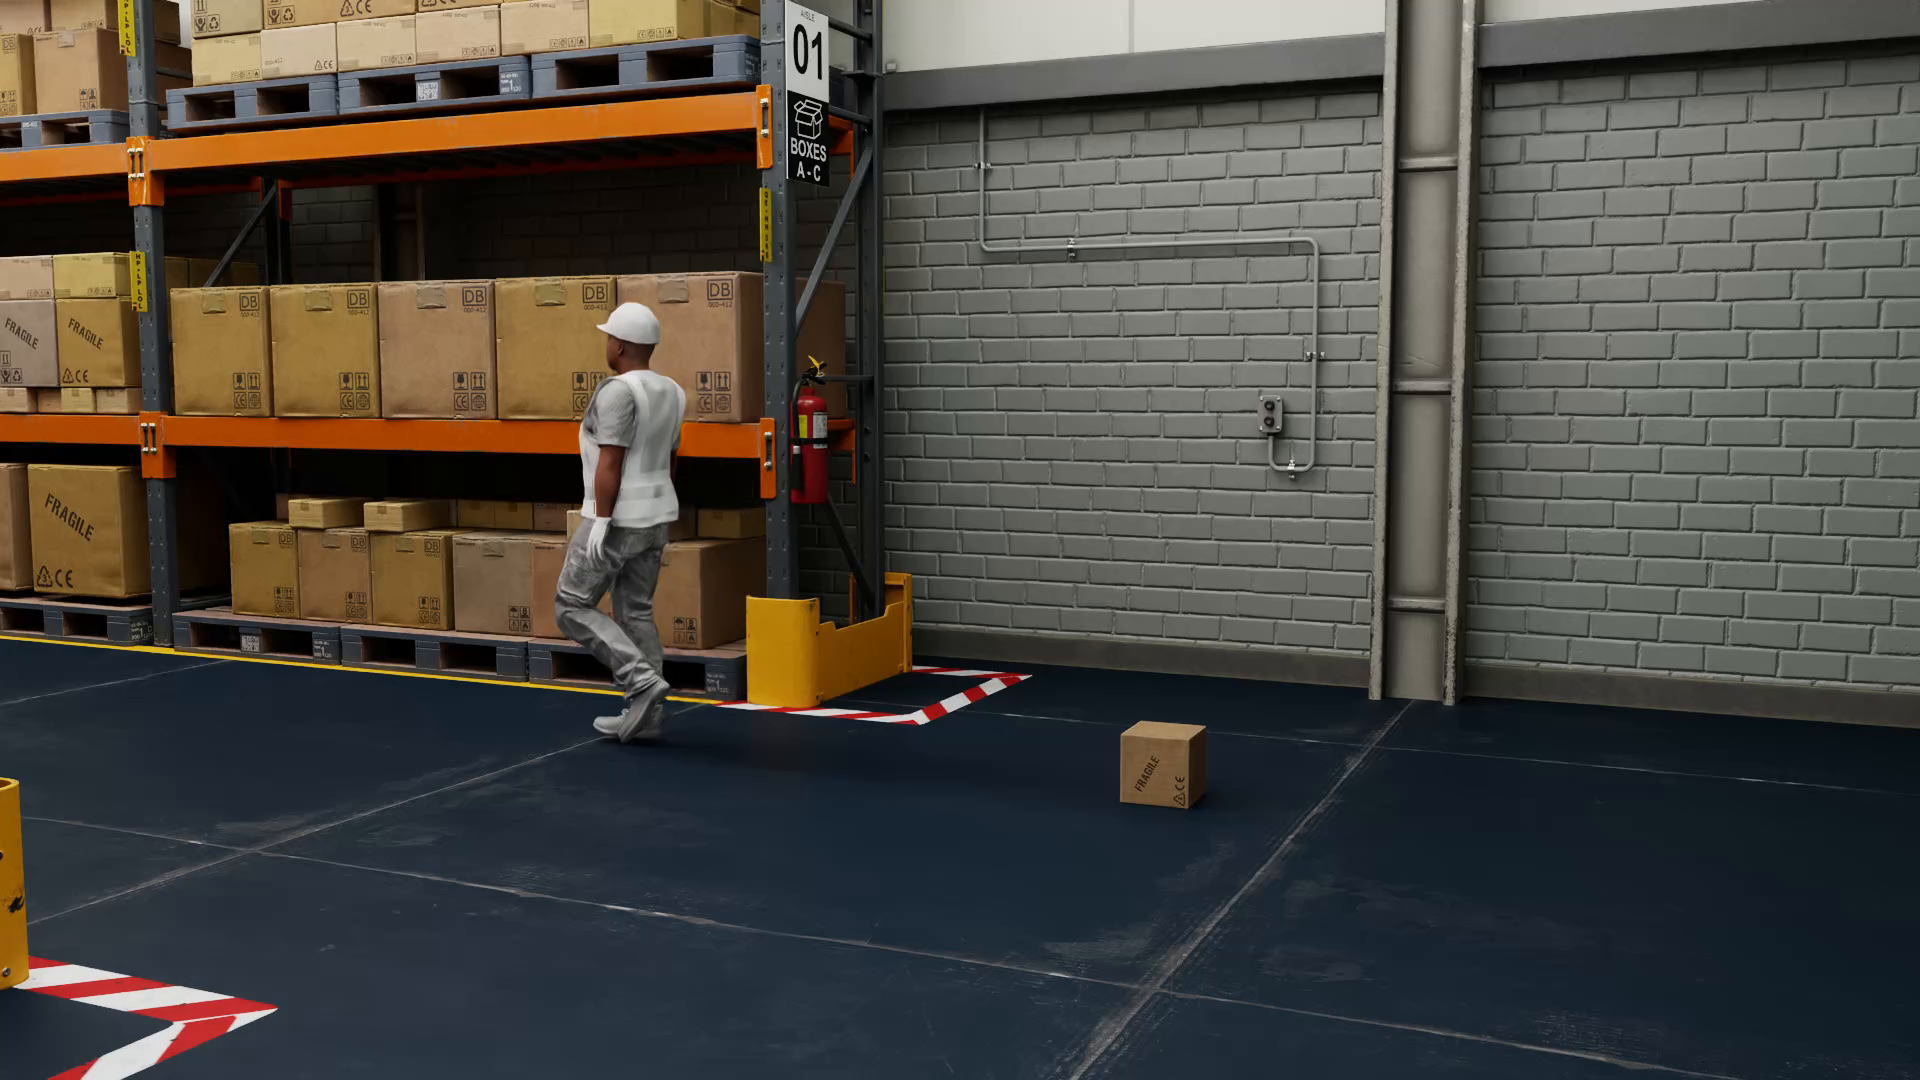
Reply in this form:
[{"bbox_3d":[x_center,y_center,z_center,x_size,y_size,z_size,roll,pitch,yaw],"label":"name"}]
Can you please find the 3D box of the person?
[{"bbox_3d":[-1.362,-0.072,6.775,0.480,1.776,0.586,2,6,21],"label":"person"}]
